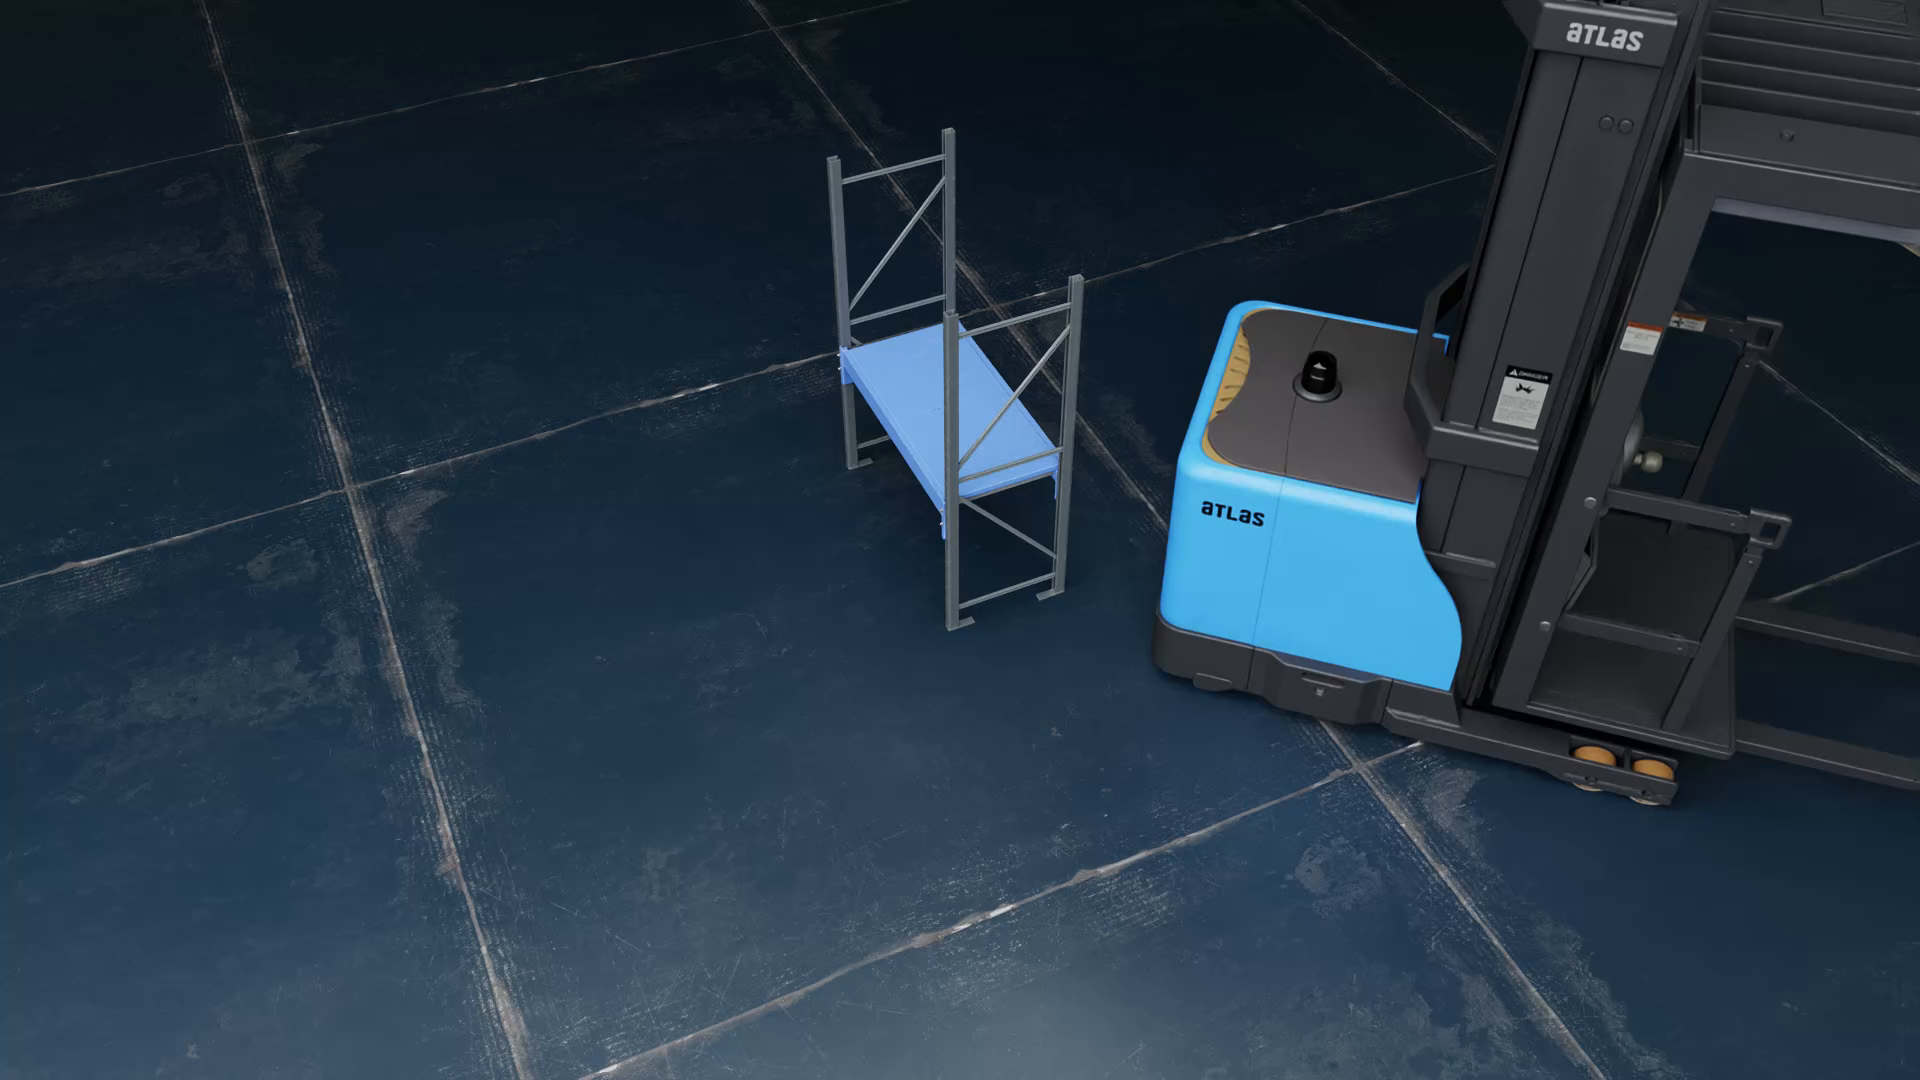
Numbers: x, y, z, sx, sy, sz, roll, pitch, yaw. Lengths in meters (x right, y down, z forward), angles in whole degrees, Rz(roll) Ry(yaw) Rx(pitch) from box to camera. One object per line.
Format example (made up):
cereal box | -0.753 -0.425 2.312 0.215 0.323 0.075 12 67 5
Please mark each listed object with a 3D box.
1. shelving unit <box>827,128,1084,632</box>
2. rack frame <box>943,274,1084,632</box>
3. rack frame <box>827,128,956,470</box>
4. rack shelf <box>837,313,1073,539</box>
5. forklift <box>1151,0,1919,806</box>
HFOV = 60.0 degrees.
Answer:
shelving unit | -0.036 -0.588 6.278 0.538 1.500 1.048 -18 47 -17
rack frame | 0.178 -0.264 5.950 0.500 1.500 0.032 -18 47 -17
rack frame | -0.250 -0.912 6.607 0.500 1.500 0.032 -18 47 -17
rack shelf | -0.036 -0.460 6.405 0.538 0.185 1.000 -18 47 -17
forklift | 2.287 -0.540 5.210 3.031 2.935 1.130 13 46 13
